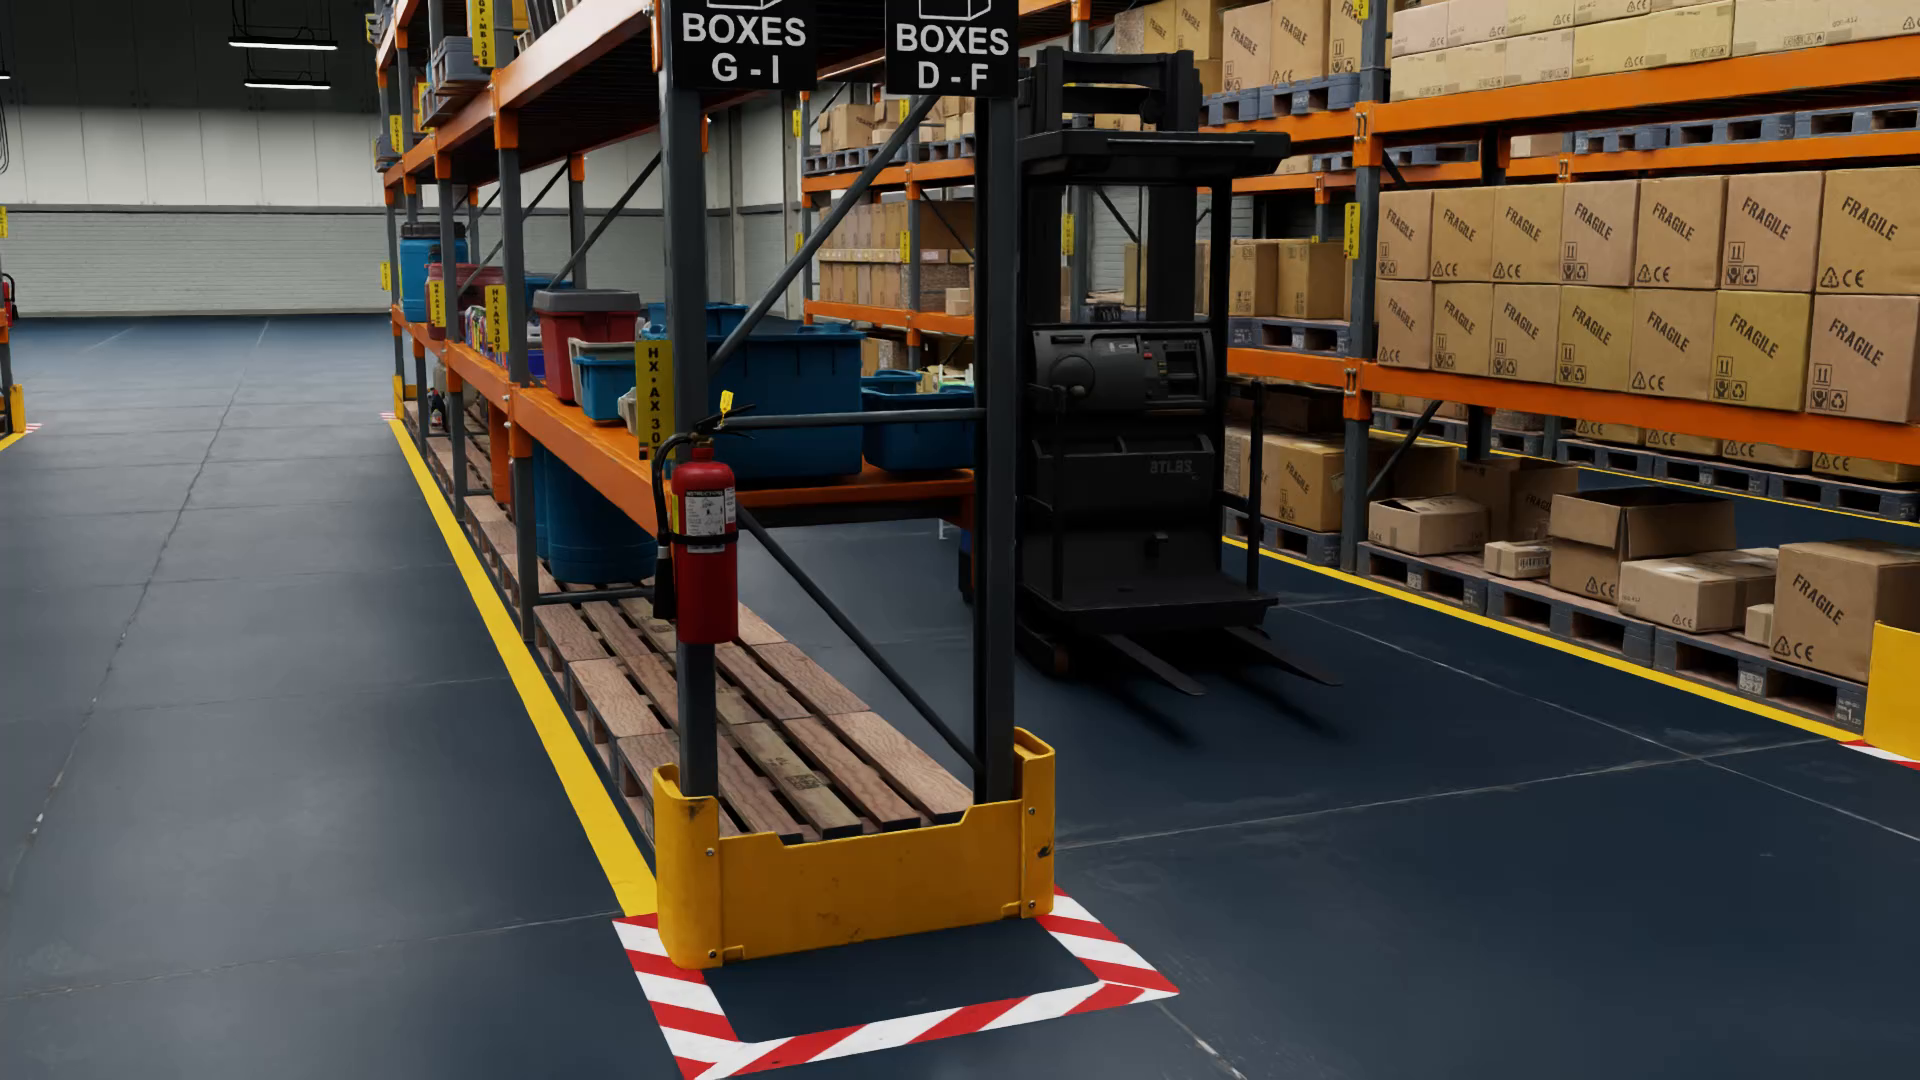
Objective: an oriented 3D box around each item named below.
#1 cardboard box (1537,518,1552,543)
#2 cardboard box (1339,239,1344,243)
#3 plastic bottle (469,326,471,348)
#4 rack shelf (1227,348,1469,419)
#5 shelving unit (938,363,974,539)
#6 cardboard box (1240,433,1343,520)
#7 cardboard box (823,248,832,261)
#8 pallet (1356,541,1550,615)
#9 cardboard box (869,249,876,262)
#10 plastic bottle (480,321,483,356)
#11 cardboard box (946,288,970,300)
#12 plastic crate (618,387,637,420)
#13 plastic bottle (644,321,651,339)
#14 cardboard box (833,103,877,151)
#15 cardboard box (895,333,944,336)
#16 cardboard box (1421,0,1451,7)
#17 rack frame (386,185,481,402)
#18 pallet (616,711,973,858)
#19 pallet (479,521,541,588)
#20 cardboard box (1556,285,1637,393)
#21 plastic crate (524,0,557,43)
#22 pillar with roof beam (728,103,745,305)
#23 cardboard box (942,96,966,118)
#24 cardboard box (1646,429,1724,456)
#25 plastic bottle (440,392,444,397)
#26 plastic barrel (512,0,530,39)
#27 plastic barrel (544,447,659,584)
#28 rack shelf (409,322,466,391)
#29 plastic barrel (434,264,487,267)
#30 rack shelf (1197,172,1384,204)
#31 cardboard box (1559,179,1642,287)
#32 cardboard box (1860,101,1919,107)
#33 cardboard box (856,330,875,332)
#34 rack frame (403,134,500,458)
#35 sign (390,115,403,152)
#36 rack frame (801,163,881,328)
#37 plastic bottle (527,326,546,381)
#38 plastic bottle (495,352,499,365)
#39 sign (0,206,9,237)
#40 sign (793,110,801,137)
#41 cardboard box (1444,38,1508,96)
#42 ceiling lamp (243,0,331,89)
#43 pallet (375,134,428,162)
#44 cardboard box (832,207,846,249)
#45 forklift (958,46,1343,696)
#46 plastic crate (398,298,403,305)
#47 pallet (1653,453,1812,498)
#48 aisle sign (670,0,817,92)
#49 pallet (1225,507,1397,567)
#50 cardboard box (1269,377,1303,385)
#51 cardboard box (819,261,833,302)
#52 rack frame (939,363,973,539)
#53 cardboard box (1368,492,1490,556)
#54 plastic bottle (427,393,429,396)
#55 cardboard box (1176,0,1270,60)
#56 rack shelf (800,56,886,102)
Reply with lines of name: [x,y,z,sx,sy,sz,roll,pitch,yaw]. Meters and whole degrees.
cardboard box: [3.588,0.000,9.276,0.500,0.311,0.500,-4,11,-21]
cardboard box: [4.587,-3.321,19.752,0.500,0.500,0.500,-4,11,-22]
plastic bottle: [-3.314,-1.418,11.395,0.097,0.201,0.097,0,10,0]
rack shelf: [2.121,-1.277,12.087,1.077,0.370,4.000,-4,11,-21]
shelving unit: [0.060,-0.564,11.163,0.258,1.200,0.503,-4,11,-21]
cardboard box: [2.229,-0.434,11.177,0.500,0.500,0.500,-4,11,-21]
cardboard box: [-1.463,-3.511,20.457,0.380,0.149,0.250,-4,11,-22]
pallet: [3.094,0.181,9.803,1.003,0.211,1.213,-4,11,-21]
cardboard box: [-0.810,-3.217,18.803,0.380,0.149,0.250,-4,11,-19]
plastic bottle: [-3.015,-1.318,10.630,0.097,0.271,0.097,0,10,0]
cardboard box: [0.166,-2.459,17.107,0.500,0.250,0.500,-3,11,-17]
plastic crate: [-1.127,-0.499,6.239,0.298,0.136,0.250,-4,11,-21]
plastic bottle: [-1.612,-1.051,8.905,0.144,0.351,0.185,-4,11,-21]
cardboard box: [-1.156,-4.777,19.259,0.500,0.500,0.500,-4,11,-21]
cardboard box: [-0.475,-2.173,19.581,0.500,0.500,0.500,-4,11,-21]
cardboard box: [3.058,-3.246,9.397,0.700,0.500,0.500,-4,11,-21]
rack frame: [-6.121,-2.950,19.437,1.000,3.000,0.127,-4,11,-21]
pallet: [-0.585,0.898,5.770,1.003,0.211,1.213,-4,11,-21]
pallet: [-2.459,0.054,10.514,1.003,0.211,1.213,-4,11,-21]
cardboard box: [3.330,-1.005,8.221,0.500,0.500,0.500,-4,11,-22]
plastic crate: [-1.578,-2.183,6.936,0.497,0.269,0.590,-4,11,-21]
pillar with roof beam: [-10.711,-11.096,48.105,9.100,9.000,0.548,-4,11,-21]
cardboard box: [0.133,-4.486,16.598,0.500,0.500,0.500,-4,11,-20]
cardboard box: [6.468,-1.149,14.254,0.750,0.750,0.750,-4,11,-21]
plastic bottle: [-5.316,-1.380,17.115,0.061,0.283,0.133,-4,11,-21]
plastic barrel: [-2.292,-2.903,8.874,0.600,0.588,0.600,0,10,0]
plastic barrel: [-1.954,-0.254,9.078,0.600,0.901,0.708,-4,11,-21]
rack shelf: [-3.947,-1.616,13.994,1.077,0.370,4.000,-4,11,-21]
plastic barrel: [-4.106,-2.003,13.728,0.433,0.535,0.433,0,10,0]
rack shelf: [3.838,-4.374,20.936,1.077,0.370,4.000,-4,11,-21]
cardboard box: [3.316,-1.499,8.141,0.500,0.500,0.500,-4,11,-19]
cardboard box: [7.245,-3.513,12.497,0.700,0.500,0.500,-5,11,-24]
cardboard box: [-1.333,-2.302,20.309,0.500,0.500,0.500,-4,11,-21]
rack frame: [-4.671,-2.297,15.766,1.000,3.000,0.127,-4,11,-21]
sign: [-5.188,-3.745,15.317,0.100,0.325,0.005,-4,11,-21]
rack frame: [-1.503,-3.263,21.201,1.000,3.000,0.127,-4,11,-21]
plastic bottle: [-2.216,-0.974,8.682,0.152,0.276,0.135,-4,11,-21]
plastic bottle: [-2.664,-1.175,9.817,0.152,0.276,0.135,-4,11,-21]
sign: [-10.213,-3.393,17.720,0.100,0.325,0.005,-4,11,-21]
sign: [-2.022,-5.175,20.662,0.100,0.325,0.005,-4,11,-21]
cardboard box: [2.969,-2.531,8.945,0.500,0.250,0.500,-4,11,-21]
ceiling lamp: [-16.763,-12.832,41.196,2.000,3.185,0.800,-4,11,-21]
pallet: [-5.024,-3.792,16.147,1.213,0.211,1.003,-4,11,-21]
cardboard box: [-1.131,-3.780,20.116,0.700,0.500,0.500,-4,11,-22]
forklift: [0.864,-0.874,7.966,1.130,2.935,3.031,-3,10,-15]
plastic crate: [-6.096,-2.653,18.524,0.298,0.136,0.250,-4,11,-21]
pallet: [6.666,-0.567,14.006,1.003,0.211,1.213,-4,11,-21]
aisle sign: [-0.570,-1.587,4.356,0.394,0.787,0.004,-4,11,-21]
pallet: [2.516,-0.062,11.166,1.003,0.211,1.213,-4,11,-21]
cardboard box: [4.149,-2.078,20.419,0.500,0.500,0.500,-5,11,-25]
cardboard box: [-1.346,-3.235,20.759,0.700,0.500,0.500,-4,11,-21]
rack frame: [-0.028,-0.604,11.387,0.240,1.200,0.015,-4,11,-21]
cardboard box: [2.796,-0.115,9.924,0.500,0.311,0.500,-4,11,-21]
plastic bottle: [-5.415,-1.370,17.077,0.152,0.276,0.135,-4,11,-20]
cardboard box: [1.918,-3.738,12.162,0.500,0.500,0.500,-4,11,-21]
rack shelf: [-0.778,-5.339,18.938,1.077,0.370,4.000,-4,11,-21]
